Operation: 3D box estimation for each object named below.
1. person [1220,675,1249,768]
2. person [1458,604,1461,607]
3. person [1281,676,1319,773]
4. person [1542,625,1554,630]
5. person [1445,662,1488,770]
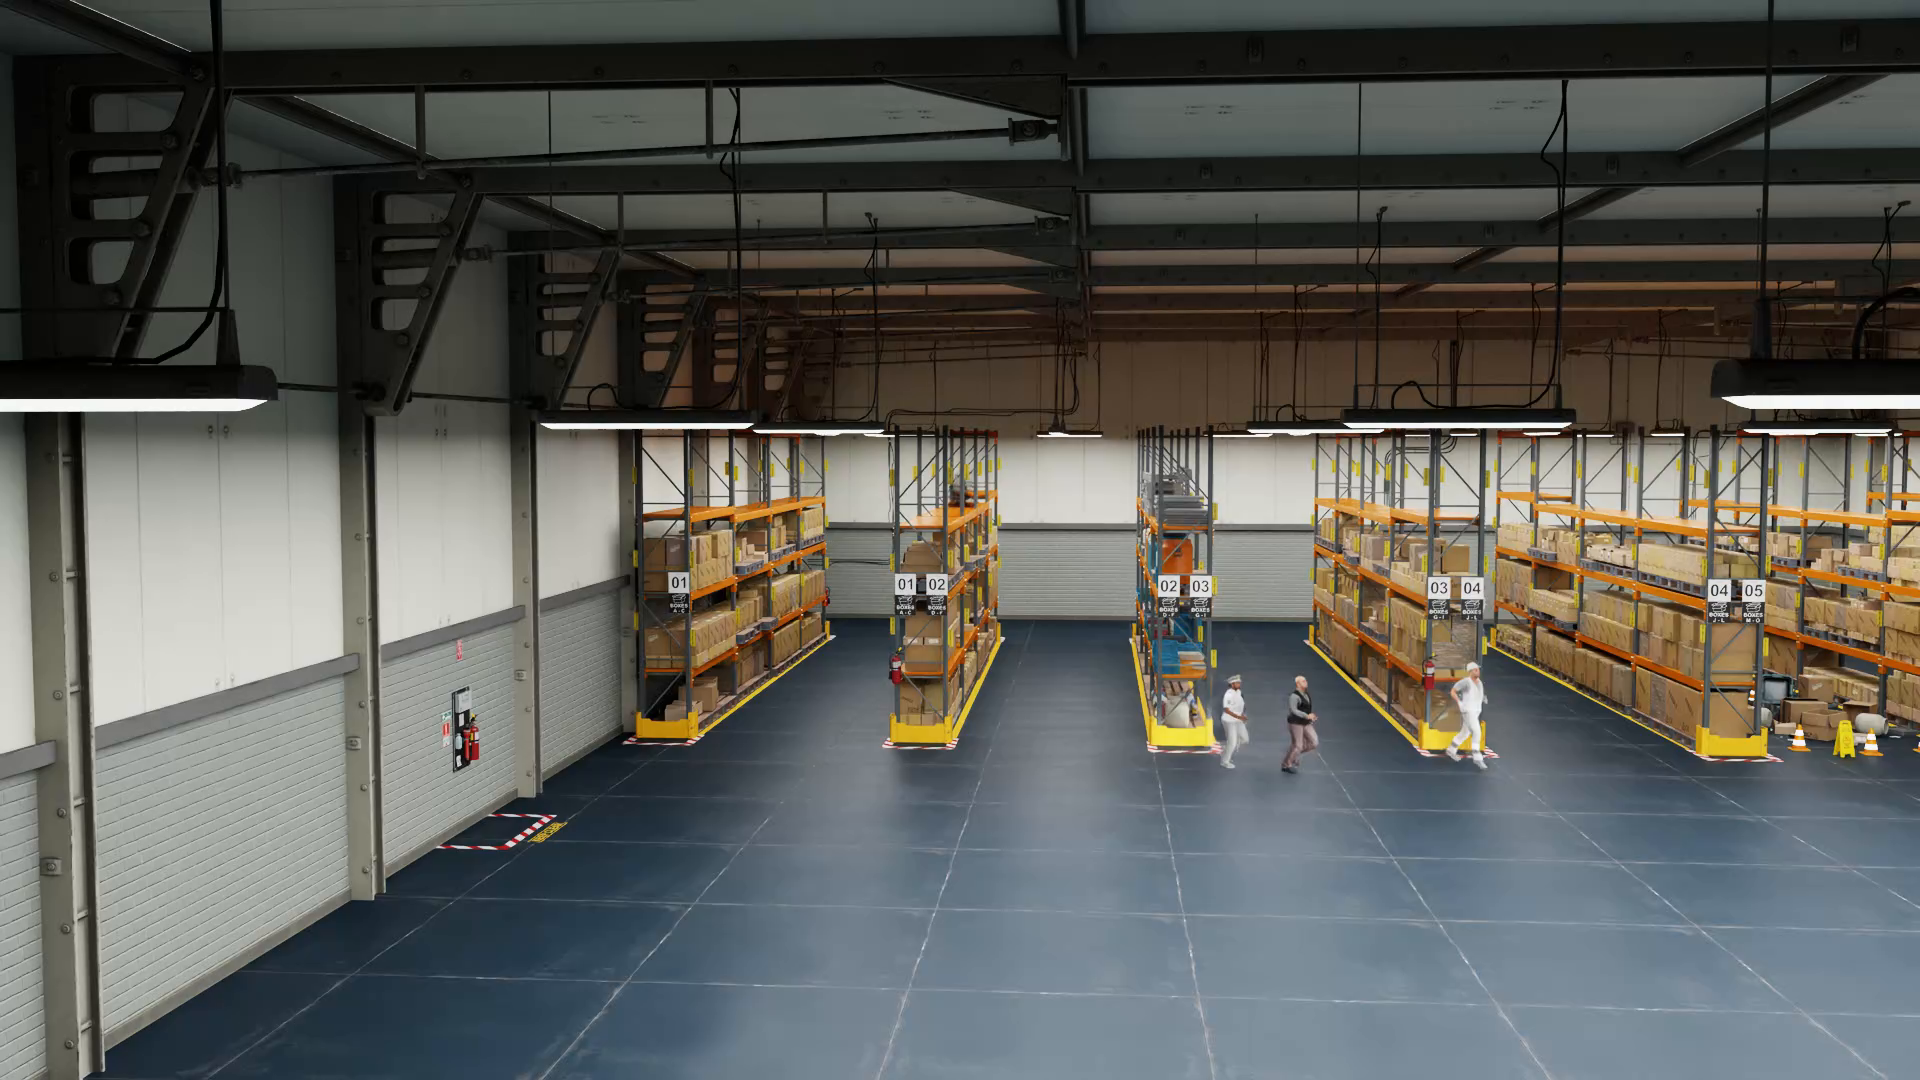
[{"bbox_3d":[4.816,3.158,29.014,0.588,1.646,0.558,3,5,41],"label":"person"},{"bbox_3d":[14.271,2.091,47.226,0.553,1.672,0.733,-1,4,-21],"label":"person"},{"bbox_3d":[5.872,3.201,28.548,0.694,1.601,0.681,3,4,39],"label":"person"},{"bbox_3d":[16.560,2.080,46.954,0.589,1.647,0.716,-2,4,-30],"label":"person"},{"bbox_3d":[8.969,3.052,29.213,0.687,1.829,0.868,-3,5,-42],"label":"person"}]
